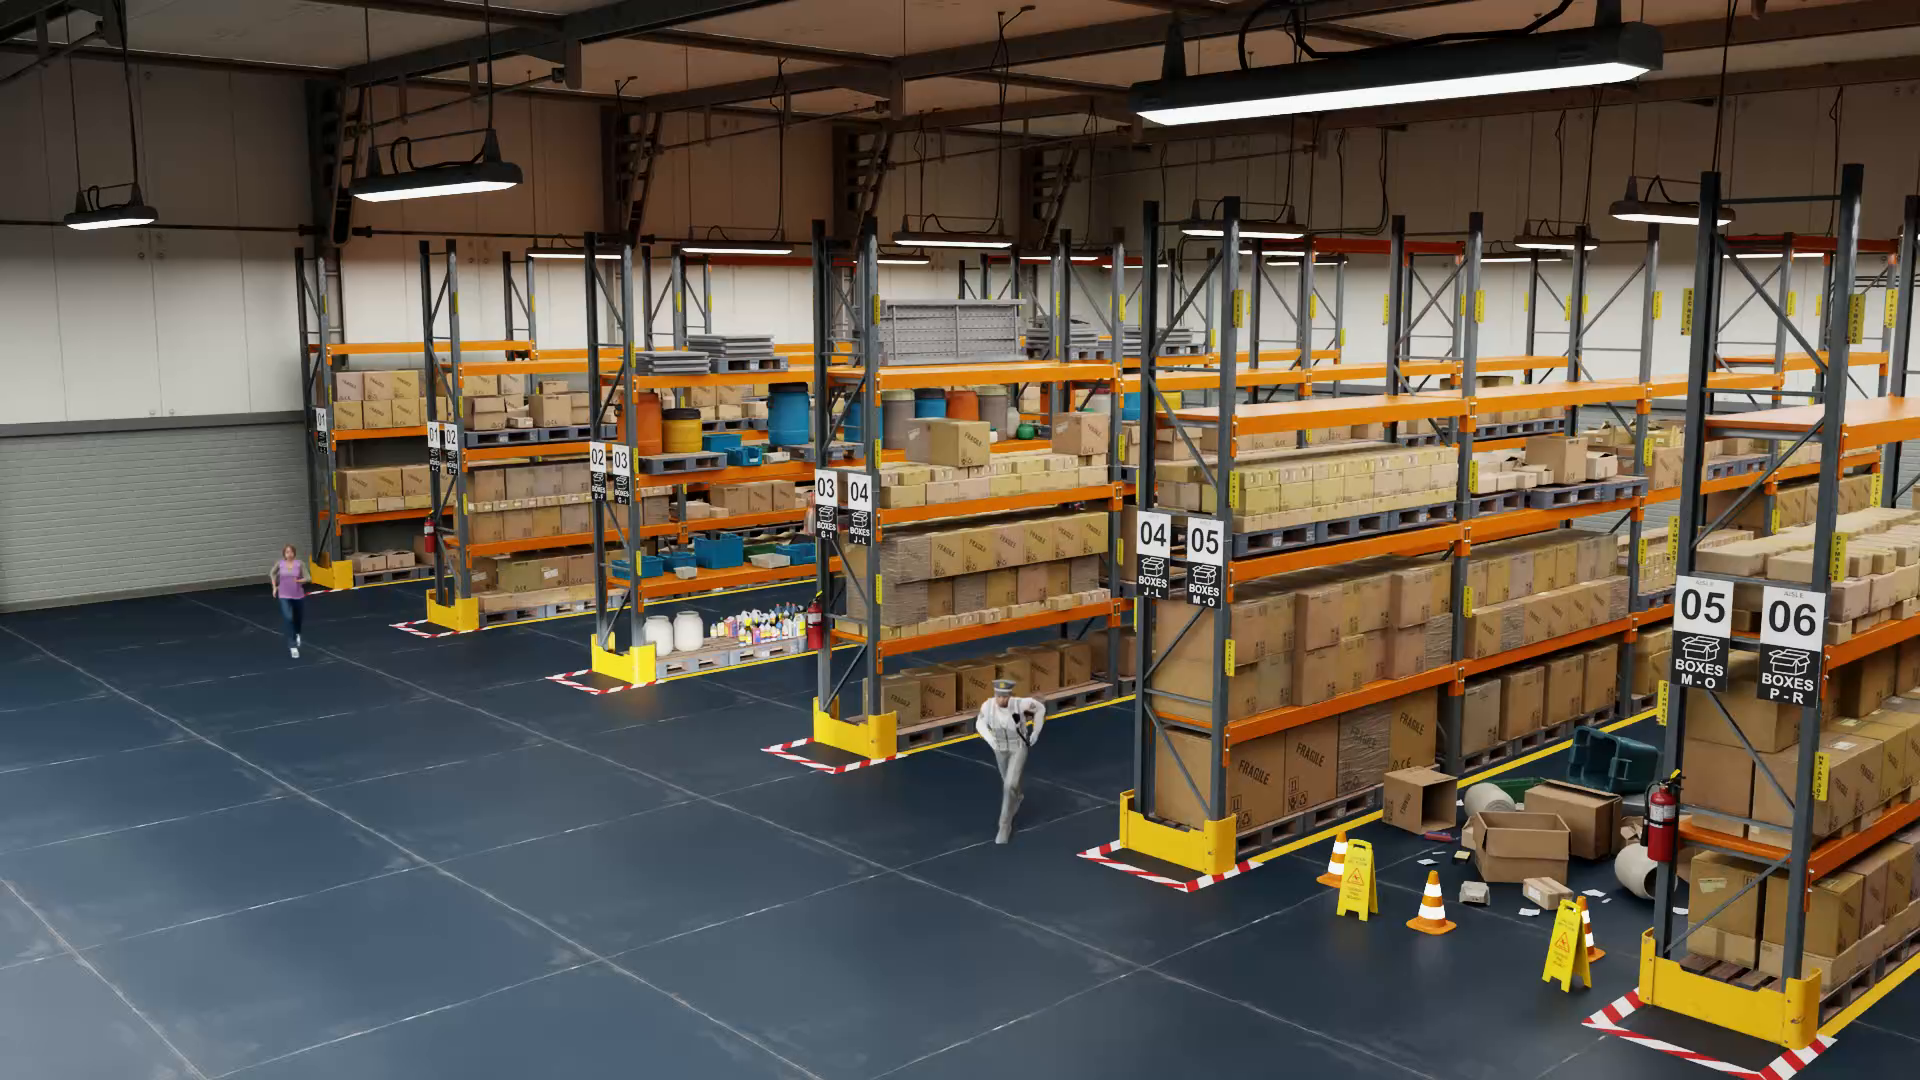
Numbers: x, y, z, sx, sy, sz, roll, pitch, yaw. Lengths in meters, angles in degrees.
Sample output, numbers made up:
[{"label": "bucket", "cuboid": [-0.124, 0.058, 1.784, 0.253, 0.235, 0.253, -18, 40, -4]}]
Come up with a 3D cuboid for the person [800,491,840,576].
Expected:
[{"label": "person", "cuboid": [-2.300, 0.082, 26.828, 0.661, 1.756, 0.643, 7, 11, 38]}]

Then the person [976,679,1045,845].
[{"label": "person", "cuboid": [0.507, 2.063, 16.104, 0.658, 1.625, 0.967, 2, 9, 12]}]

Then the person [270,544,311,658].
[{"label": "person", "cuboid": [-9.650, 0.850, 24.021, 0.530, 1.569, 0.885, -4, 9, -25]}]
